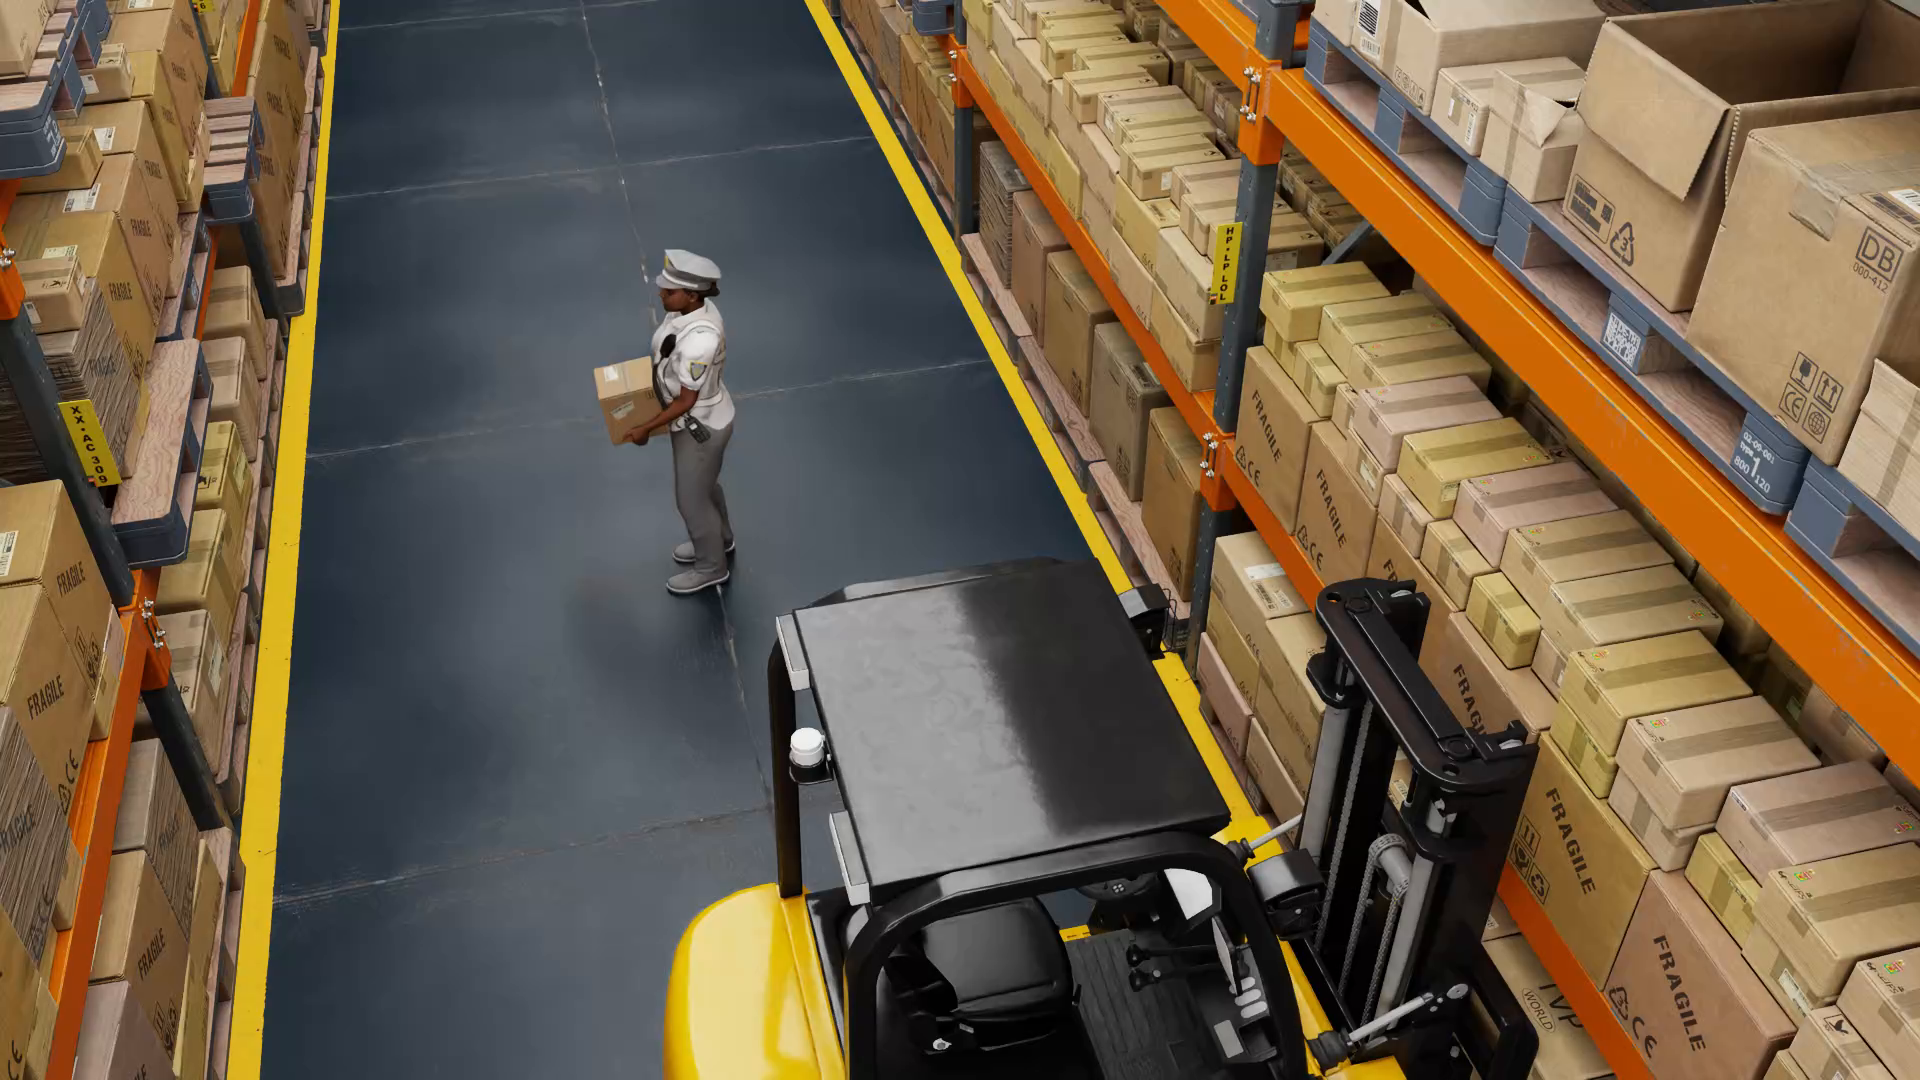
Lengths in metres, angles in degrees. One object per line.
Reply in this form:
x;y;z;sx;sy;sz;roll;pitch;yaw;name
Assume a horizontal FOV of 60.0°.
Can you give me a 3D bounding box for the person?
-1.248;-0.515;7.345;0.510;1.691;0.449;-9;39;-11;person
